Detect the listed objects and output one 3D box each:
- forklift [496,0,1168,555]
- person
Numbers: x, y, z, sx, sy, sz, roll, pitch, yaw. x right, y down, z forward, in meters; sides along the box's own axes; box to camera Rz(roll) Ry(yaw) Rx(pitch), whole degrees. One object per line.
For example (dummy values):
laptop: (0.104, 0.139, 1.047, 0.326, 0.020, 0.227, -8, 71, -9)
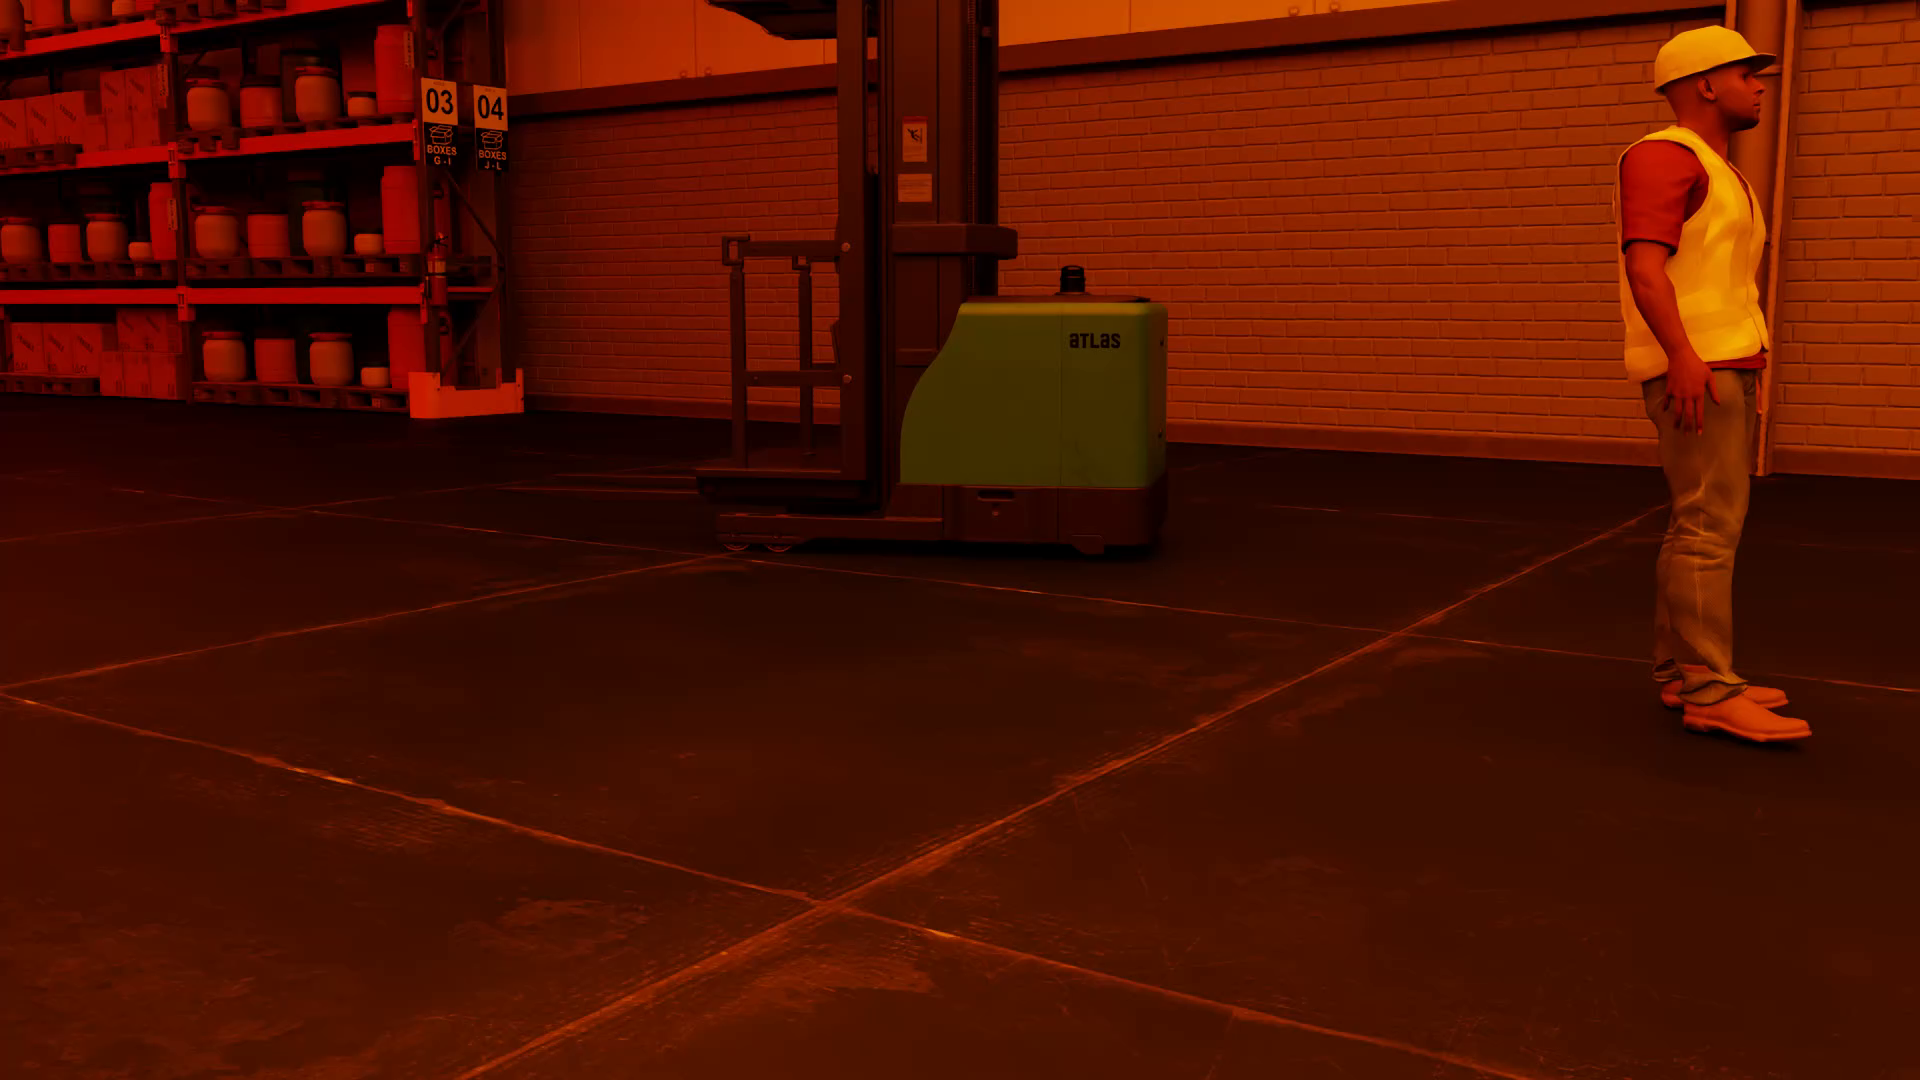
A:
forklift: (-0.596, -1.469, 7.520, 3.031, 2.935, 1.130, 2, 8, 12)
person: (1.981, -0.425, 4.269, 0.576, 1.767, 0.665, 6, 10, 37)
